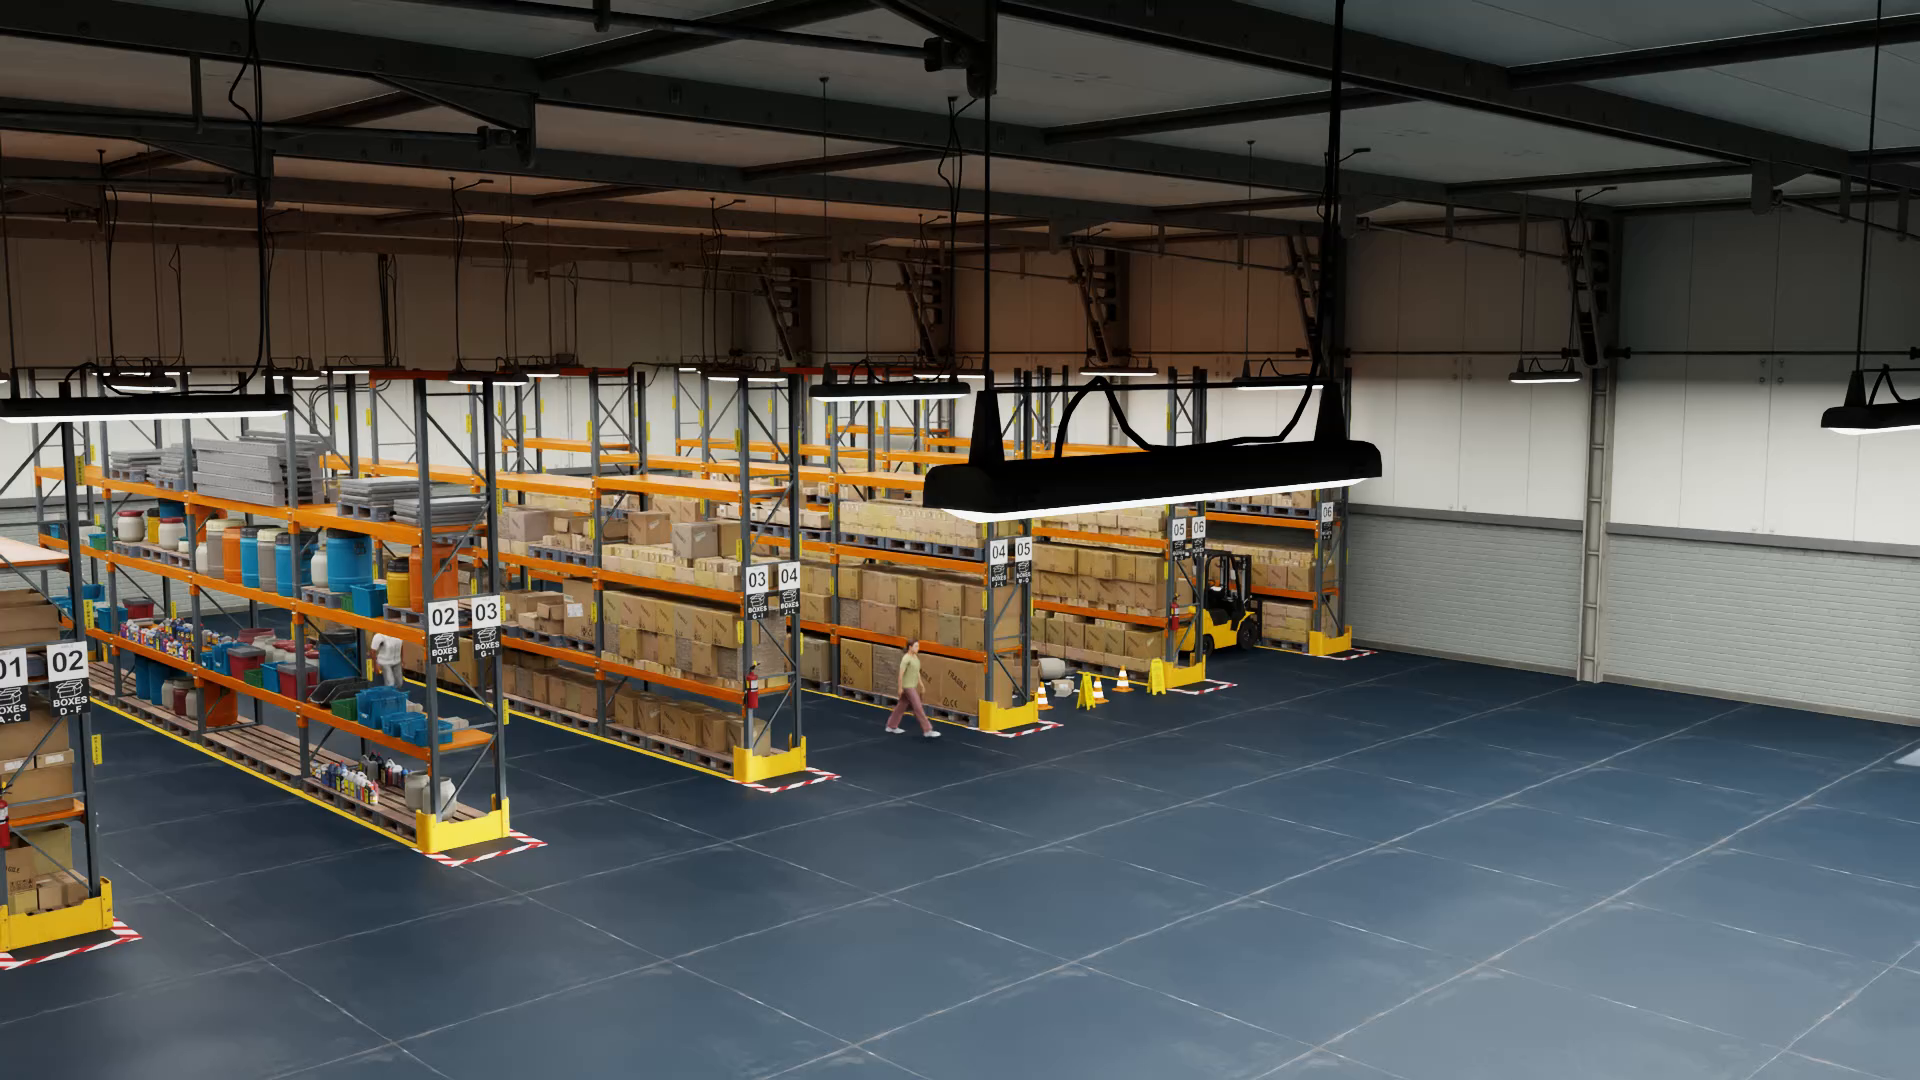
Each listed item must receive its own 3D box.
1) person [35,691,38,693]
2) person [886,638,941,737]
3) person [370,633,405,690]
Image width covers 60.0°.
[{"bbox_3d":[-13.599,2.762,24.458,0.762,1.663,0.468,3,7,22],"label":"person"},{"bbox_3d":[-0.761,2.412,27.386,1.010,1.614,0.478,2,7,14],"label":"person"},{"bbox_3d":[-10.109,2.172,29.283,0.656,1.743,0.659,4,7,30],"label":"person"}]
